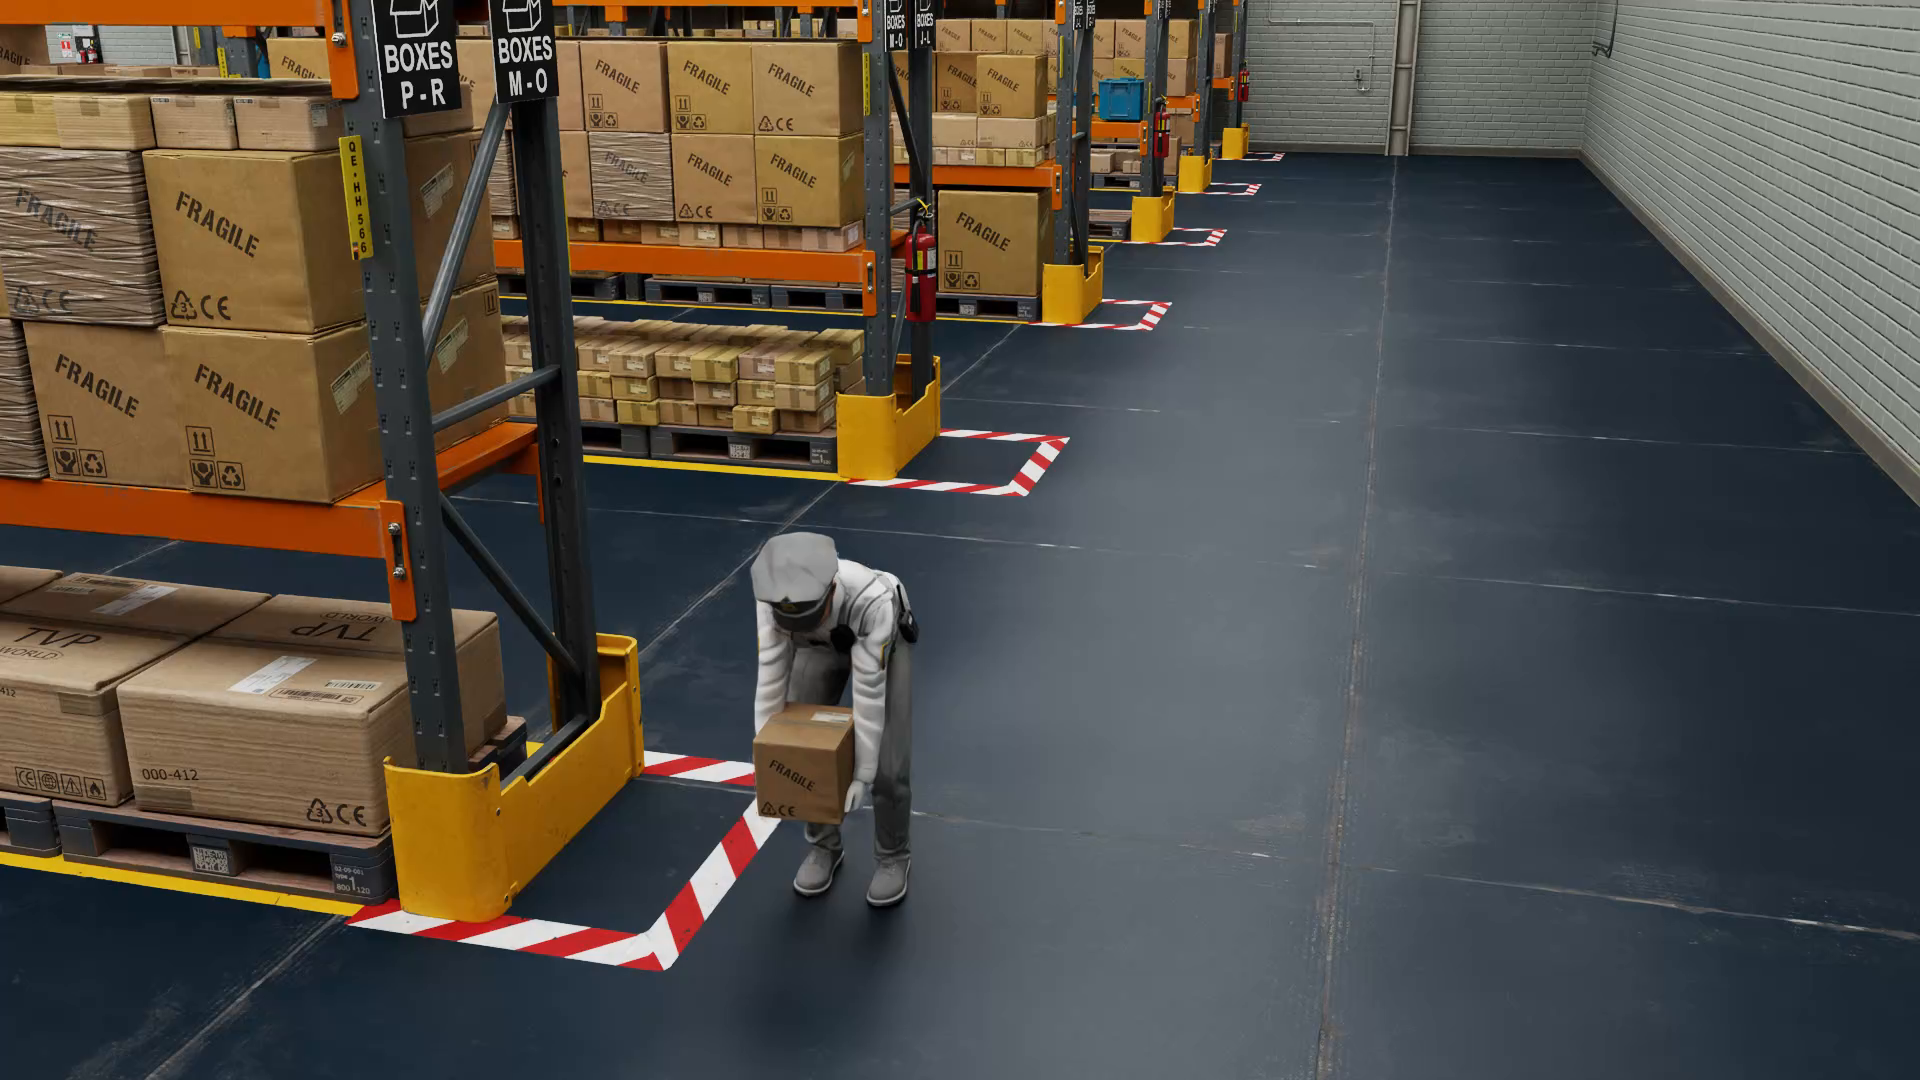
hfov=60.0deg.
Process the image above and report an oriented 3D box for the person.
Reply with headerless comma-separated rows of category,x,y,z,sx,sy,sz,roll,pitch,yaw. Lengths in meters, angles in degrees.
person,-0.382,0.539,4.985,0.417,1.324,0.866,4,19,12
